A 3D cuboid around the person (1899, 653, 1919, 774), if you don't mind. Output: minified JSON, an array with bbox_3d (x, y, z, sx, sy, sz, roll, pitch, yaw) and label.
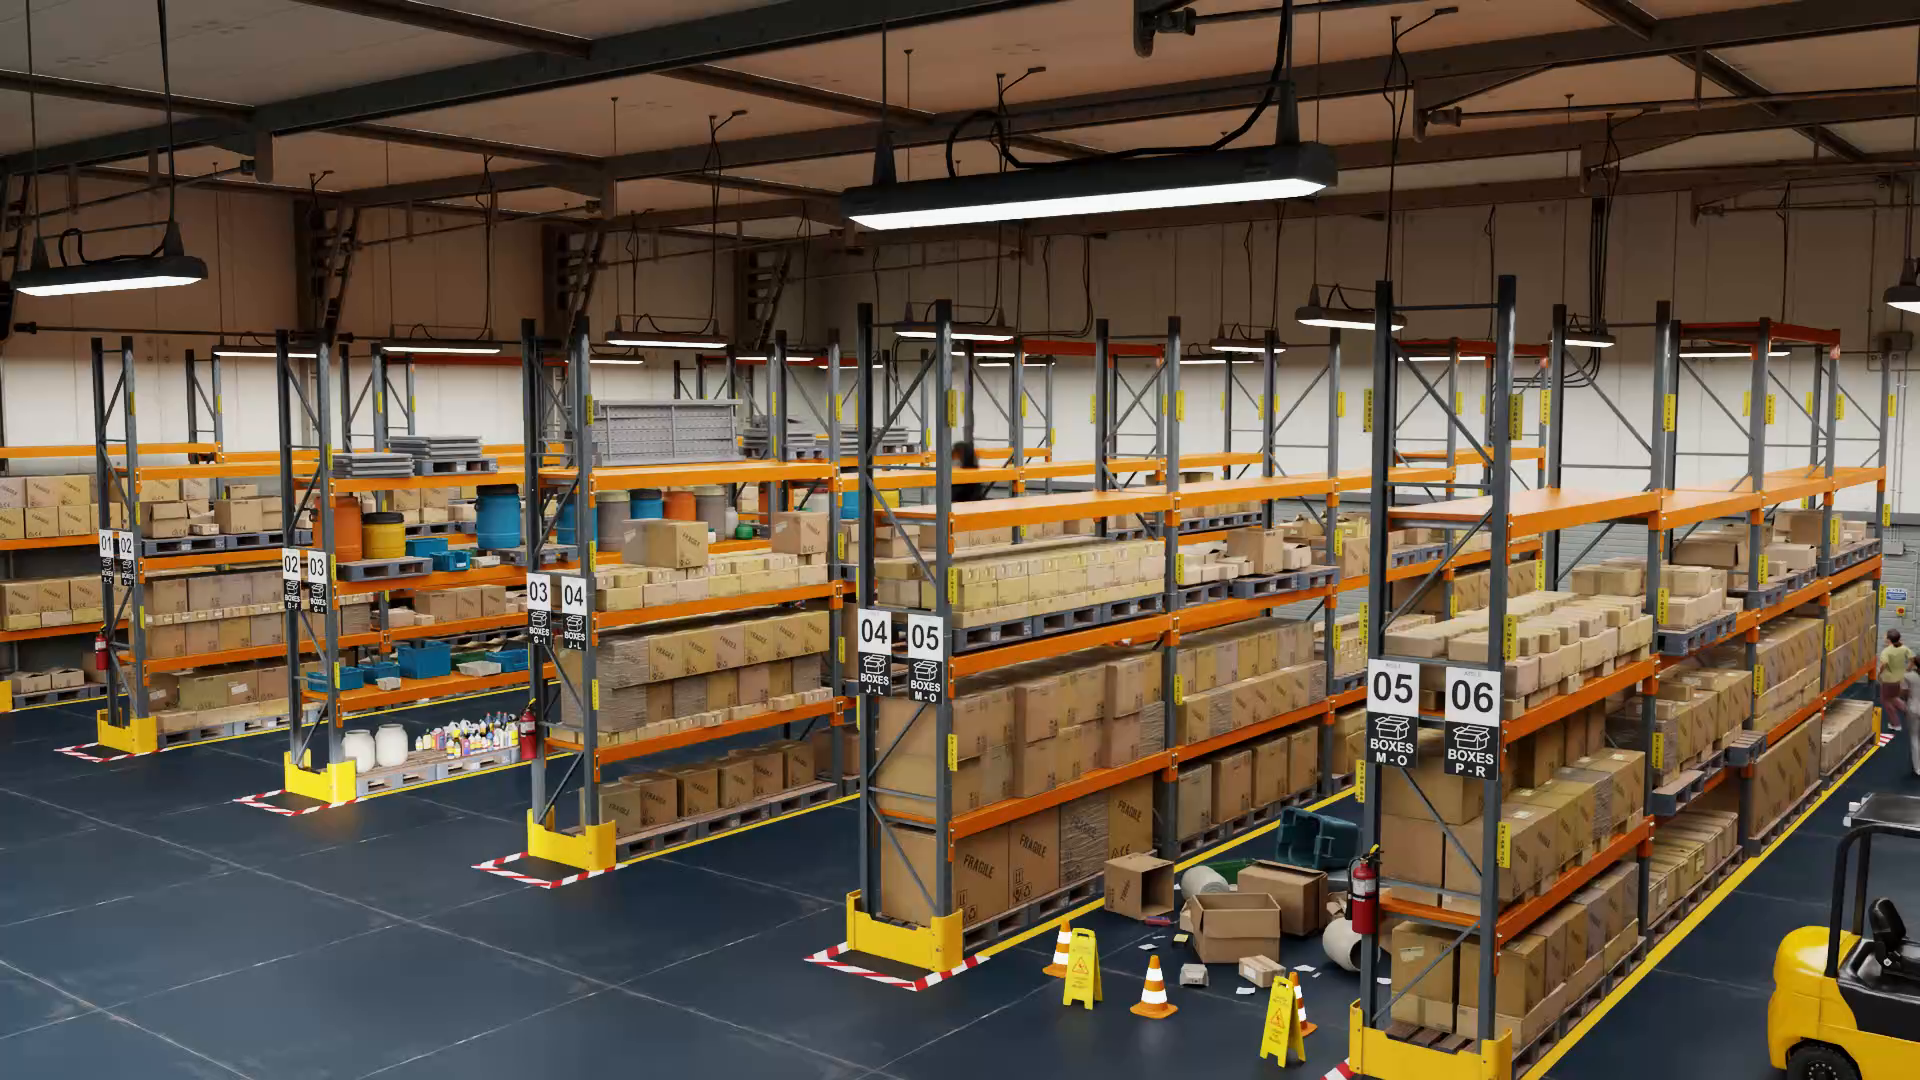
[{"bbox_3d":[13.145,2.348,22.738,0.552,1.639,0.613,2,6,25],"label":"person"}]

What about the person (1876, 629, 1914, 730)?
[{"bbox_3d":[14.290,2.149,25.492,0.609,1.593,0.547,-1,5,-16],"label":"person"}]

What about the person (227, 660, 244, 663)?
[{"bbox_3d":[-11.883,2.026,27.126,0.526,1.549,0.536,3,6,32],"label":"person"}]

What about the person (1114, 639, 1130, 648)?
[{"bbox_3d":[2.121,2.114,21.792,0.657,1.754,0.605,3,6,27],"label":"person"}]
